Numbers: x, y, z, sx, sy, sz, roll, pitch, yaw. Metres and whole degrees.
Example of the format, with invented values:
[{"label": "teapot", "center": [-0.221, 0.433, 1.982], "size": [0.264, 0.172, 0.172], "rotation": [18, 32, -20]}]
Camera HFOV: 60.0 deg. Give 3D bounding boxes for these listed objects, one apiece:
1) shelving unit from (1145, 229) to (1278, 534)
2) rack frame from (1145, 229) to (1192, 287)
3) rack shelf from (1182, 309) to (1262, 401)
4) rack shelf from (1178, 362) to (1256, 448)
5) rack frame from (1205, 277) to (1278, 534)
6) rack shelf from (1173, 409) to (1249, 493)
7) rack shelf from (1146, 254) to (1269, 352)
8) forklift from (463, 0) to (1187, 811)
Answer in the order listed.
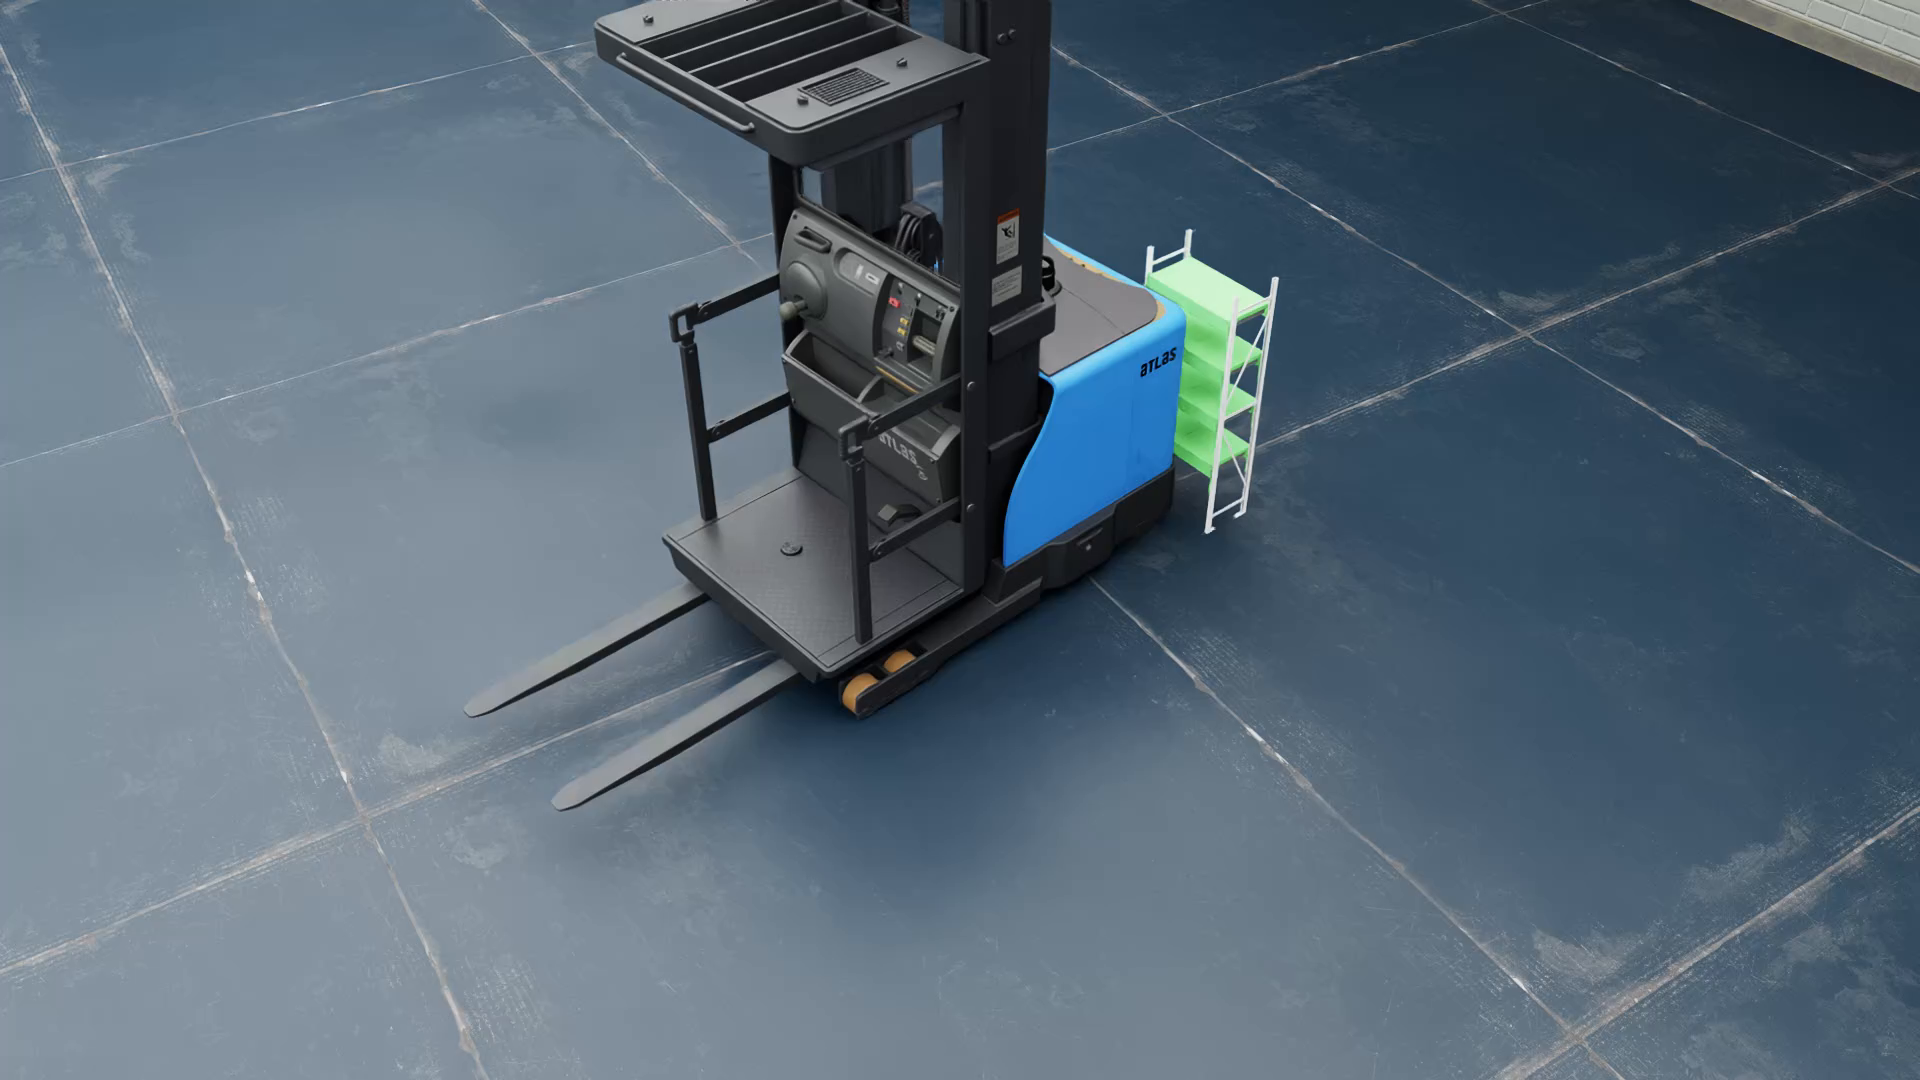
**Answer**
[{"label": "shelving unit", "center": [1.020, -0.661, 7.106], "size": [0.258, 1.200, 0.503], "rotation": [-27, 47, -29]}, {"label": "rack frame", "center": [0.868, -0.783, 7.253], "size": [0.240, 1.200, 0.015], "rotation": [-27, 47, -29]}, {"label": "rack shelf", "center": [1.020, -0.796, 6.993], "size": [0.258, 0.148, 0.480], "rotation": [-27, 47, -29]}, {"label": "rack shelf", "center": [1.020, -0.612, 7.147], "size": [0.258, 0.148, 0.480], "rotation": [-27, 47, -29]}, {"label": "rack frame", "center": [1.171, -0.539, 6.959], "size": [0.240, 1.200, 0.015], "rotation": [-27, 47, -29]}, {"label": "rack shelf", "center": [1.020, -0.428, 7.301], "size": [0.258, 0.148, 0.480], "rotation": [-27, 47, -29]}, {"label": "rack shelf", "center": [1.020, -0.981, 6.840], "size": [0.258, 0.148, 0.480], "rotation": [-27, 47, -29]}, {"label": "forklift", "center": [-0.497, -0.823, 5.949], "size": [3.031, 2.935, 1.130], "rotation": [-30, 48, -31]}]
